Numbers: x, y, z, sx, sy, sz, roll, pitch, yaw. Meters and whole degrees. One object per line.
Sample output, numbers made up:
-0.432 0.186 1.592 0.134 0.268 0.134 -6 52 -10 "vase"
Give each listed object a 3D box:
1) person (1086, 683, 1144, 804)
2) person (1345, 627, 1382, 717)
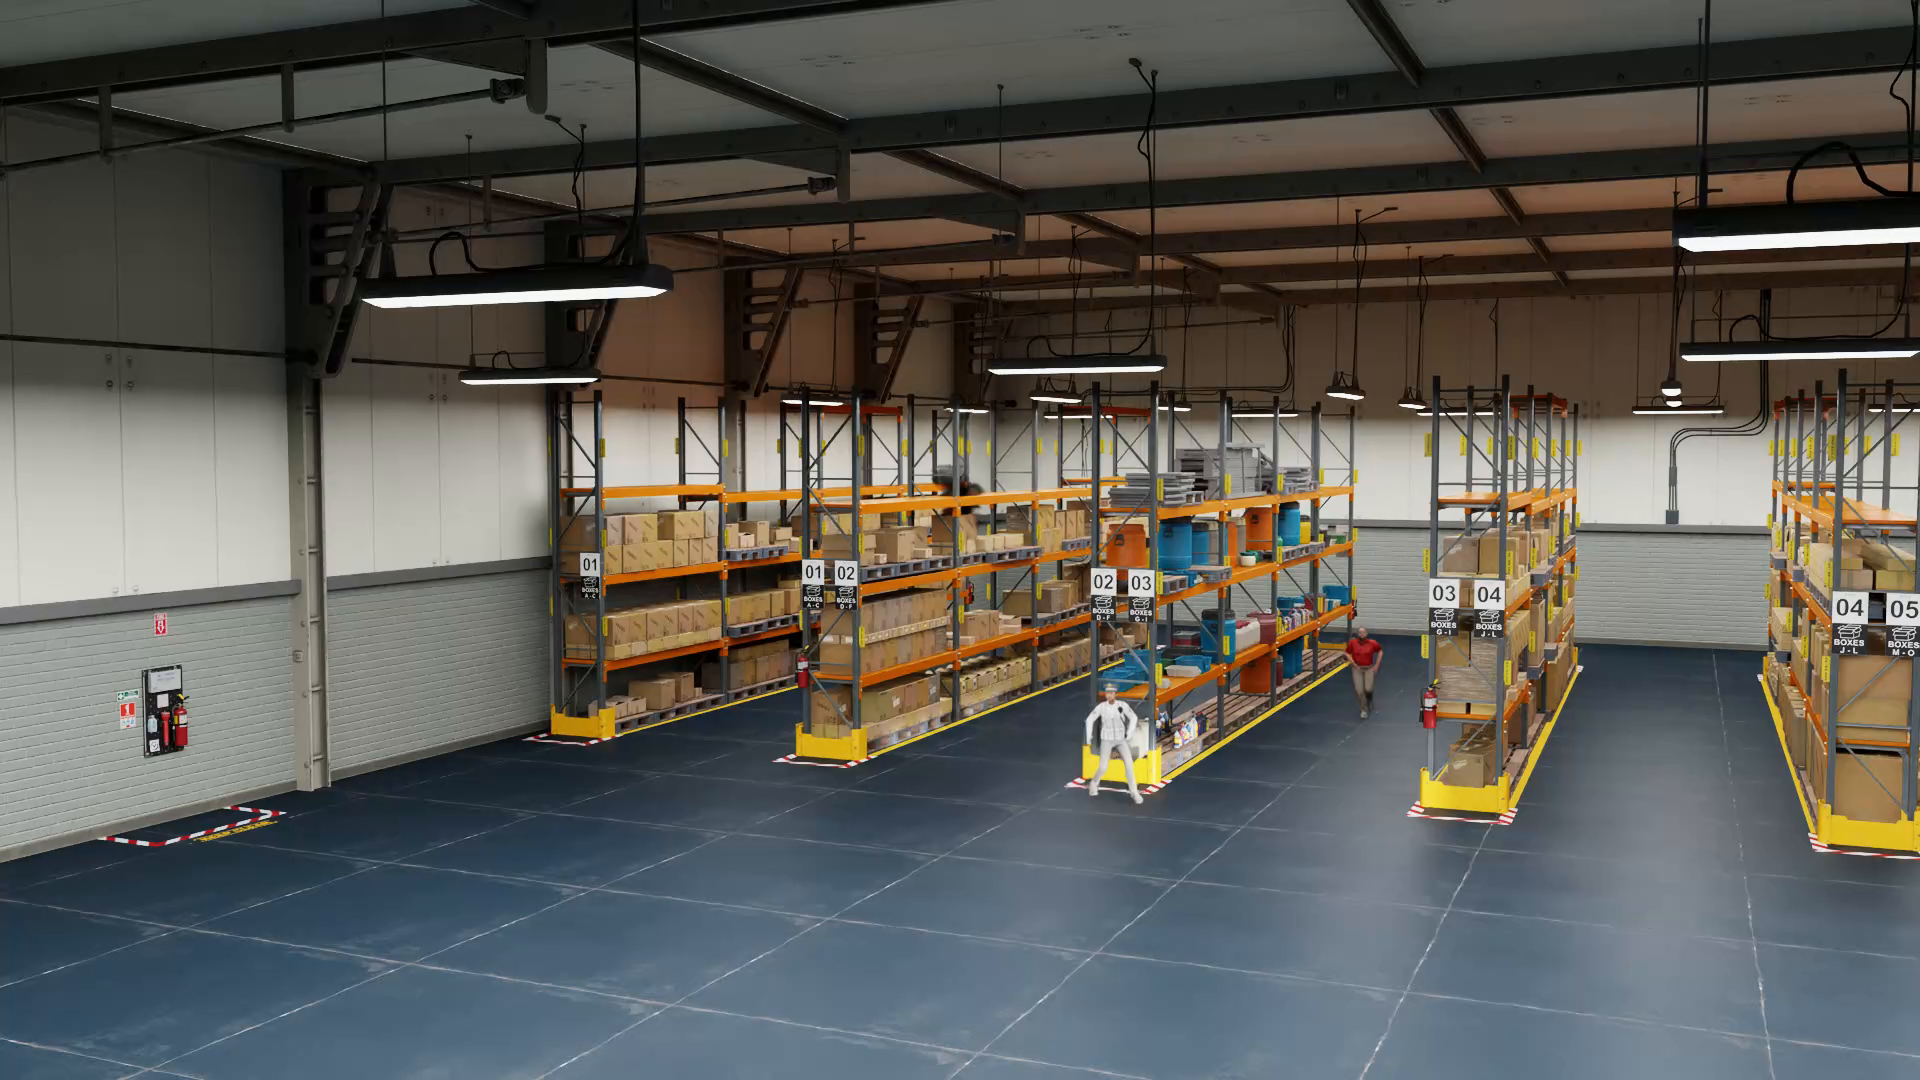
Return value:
2.181 2.859 23.582 0.760 1.660 0.707 0 3 -5 "person"
7.500 2.455 30.957 0.671 1.685 0.580 1 3 19 "person"
